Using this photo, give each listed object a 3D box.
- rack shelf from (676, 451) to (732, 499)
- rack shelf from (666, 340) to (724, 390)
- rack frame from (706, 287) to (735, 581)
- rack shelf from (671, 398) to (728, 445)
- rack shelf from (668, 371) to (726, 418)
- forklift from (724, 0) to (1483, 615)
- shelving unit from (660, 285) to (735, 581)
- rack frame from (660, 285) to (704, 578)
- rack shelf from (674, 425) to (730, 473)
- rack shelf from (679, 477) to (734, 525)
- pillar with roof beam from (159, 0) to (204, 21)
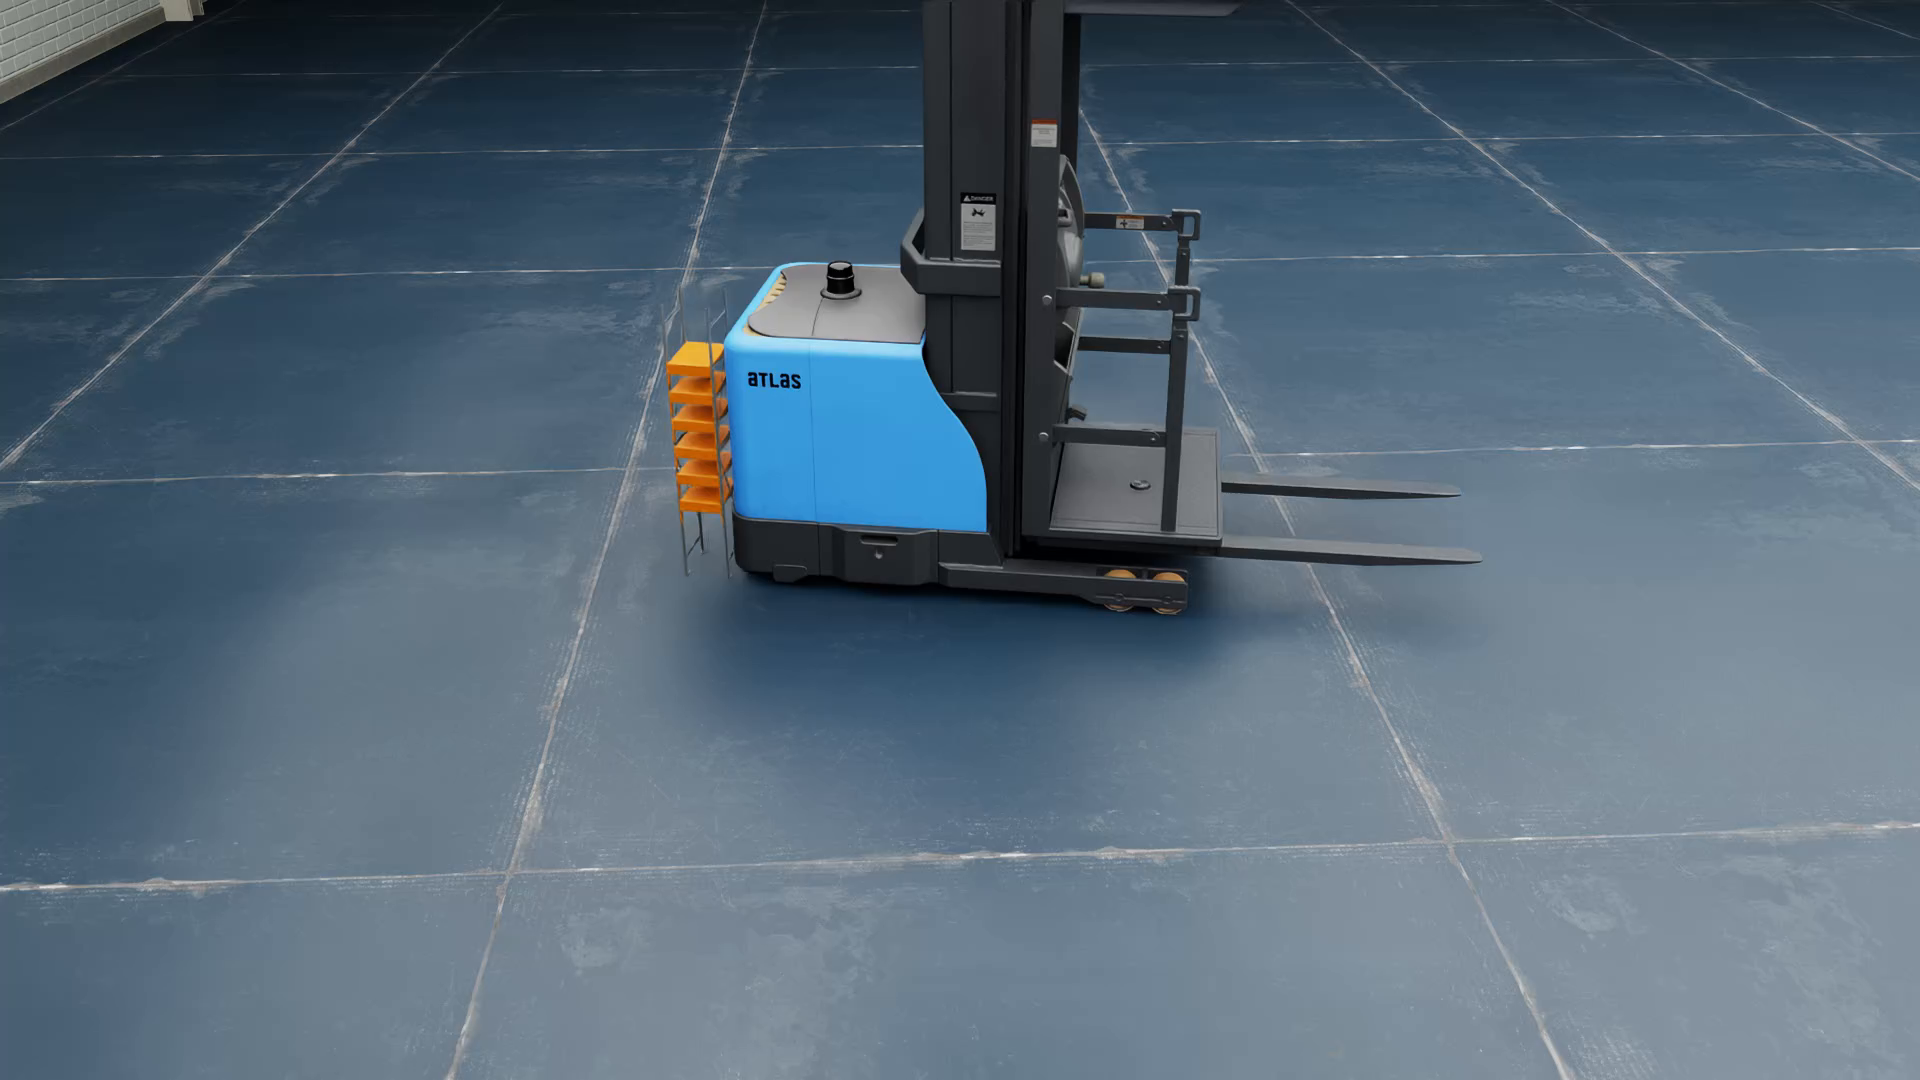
[{"bbox_3d":[-1.036,-0.275,6.832,0.180,0.103,0.258,5,29,9],"label":"rack shelf"},{"bbox_3d":[-1.038,-0.698,6.604,0.180,0.103,0.258,5,29,9],"label":"rack shelf"},{"bbox_3d":[-0.947,-0.413,6.739,0.006,1.200,0.240,5,29,9],"label":"rack frame"},{"bbox_3d":[-1.037,-0.486,6.718,0.180,0.103,0.258,5,29,9],"label":"rack shelf"},{"bbox_3d":[-1.037,-0.592,6.661,0.180,0.103,0.258,5,29,9],"label":"rack shelf"},{"bbox_3d":[0.620,-1.262,6.501,3.031,2.935,1.130,3,28,7],"label":"forklift"},{"bbox_3d":[-1.037,-0.420,6.753,0.189,1.200,0.258,5,29,9],"label":"shelving unit"},{"bbox_3d":[-1.127,-0.427,6.768,0.006,1.200,0.240,5,29,9],"label":"rack frame"},{"bbox_3d":[-1.037,-0.381,6.775,0.180,0.103,0.258,5,29,9],"label":"rack shelf"},{"bbox_3d":[-1.036,-0.170,6.888,0.180,0.103,0.258,5,29,9],"label":"rack shelf"},{"bbox_3d":[-4.209,-9.821,16.348,9.100,9.000,0.400,-1,28,-3],"label":"pillar with roof beam"}]
